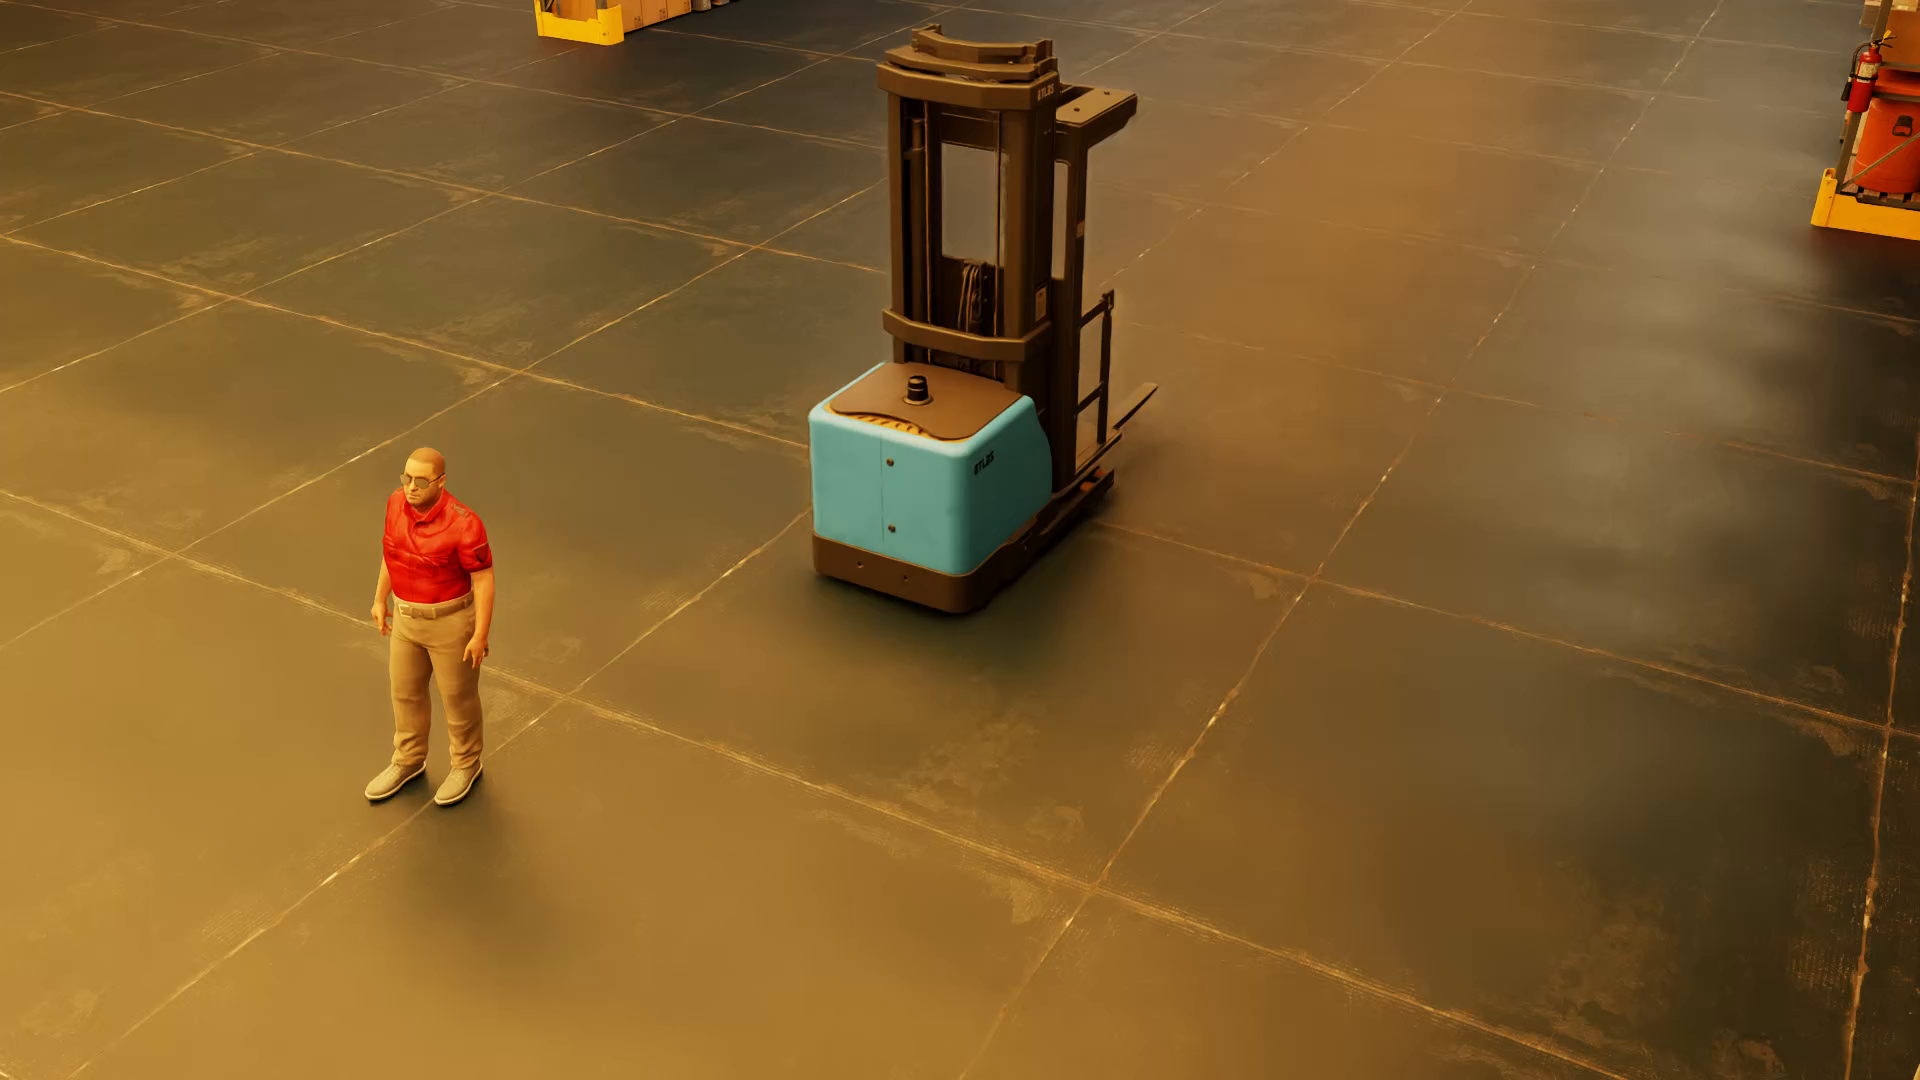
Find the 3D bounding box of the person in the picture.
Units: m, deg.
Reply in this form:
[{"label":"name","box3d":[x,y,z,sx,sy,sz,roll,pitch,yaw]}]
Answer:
[{"label":"person","box3d":[-2.436,0.417,7.536,0.641,1.728,0.550,13,32,21]}]

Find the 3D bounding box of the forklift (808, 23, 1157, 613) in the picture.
[{"label":"forklift","box3d":[0.318,-1.570,9.791,1.130,2.935,3.031,16,34,25]}]
